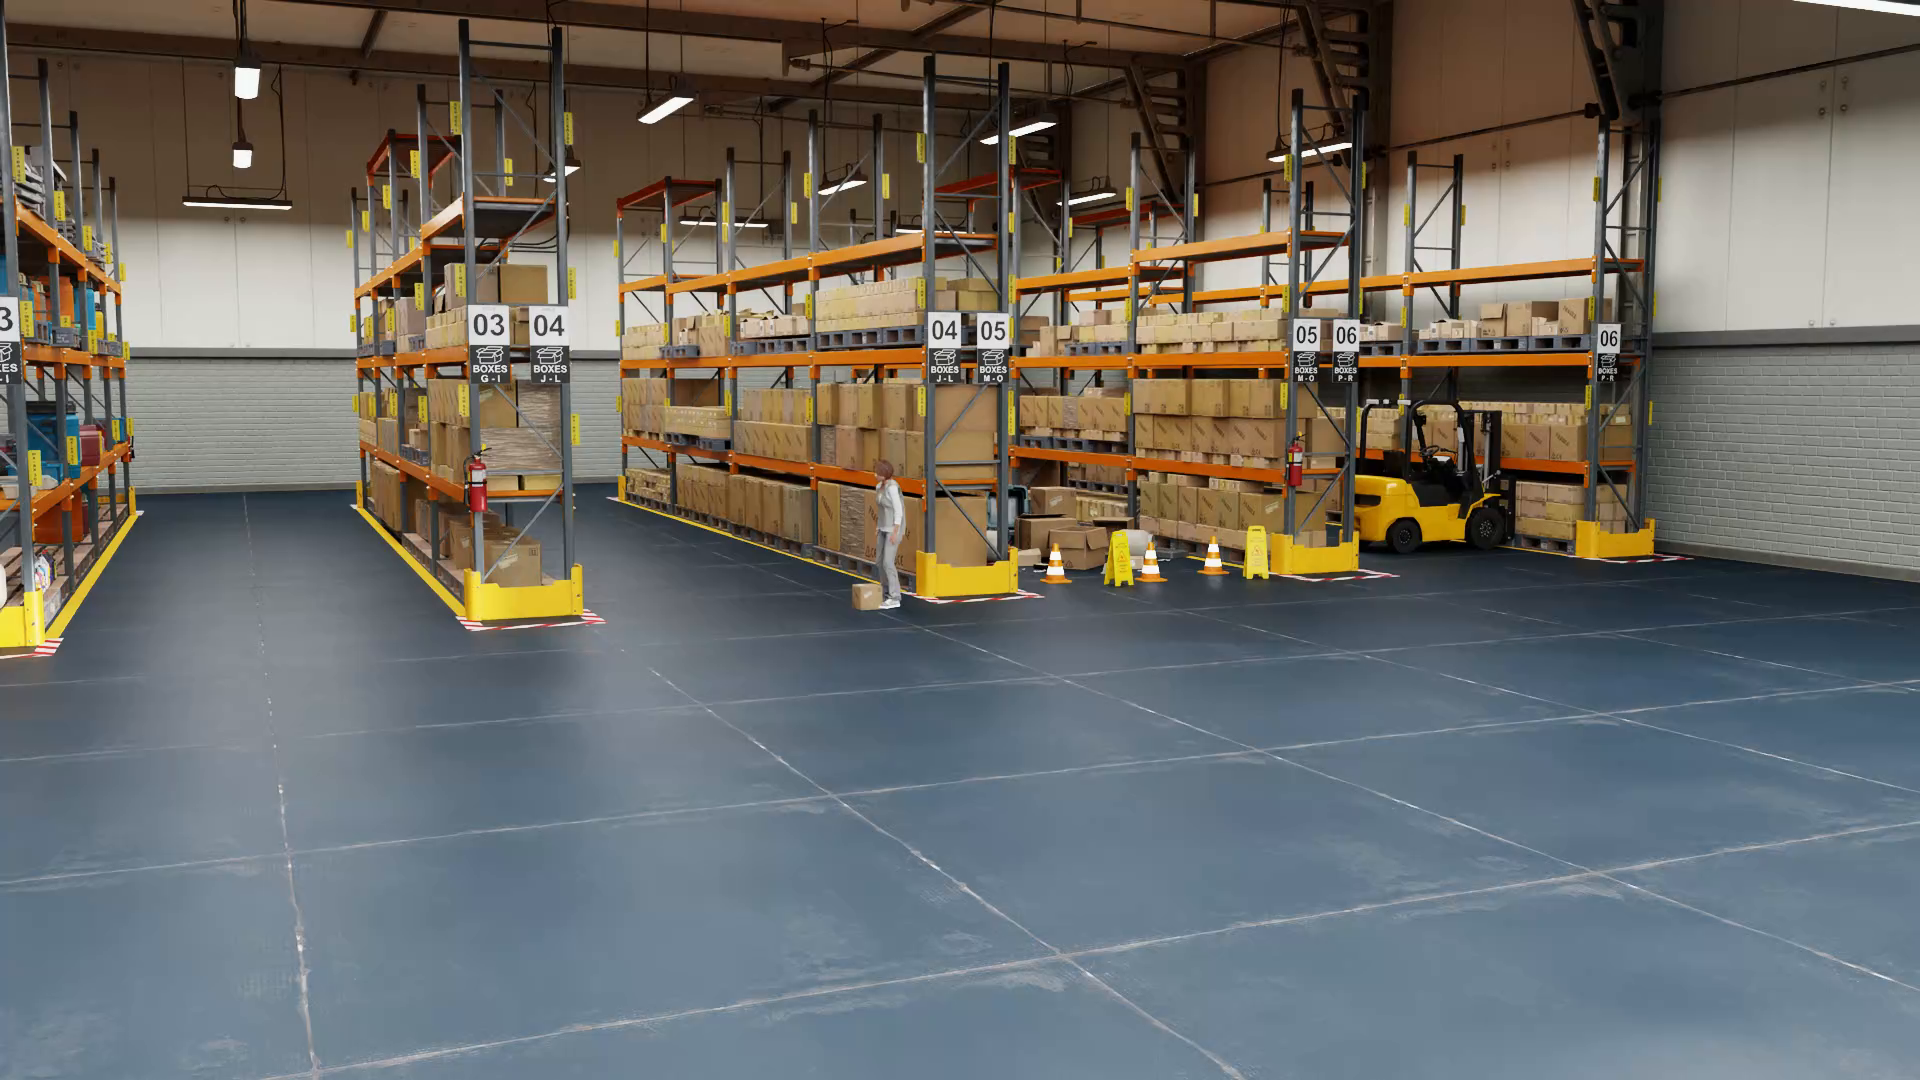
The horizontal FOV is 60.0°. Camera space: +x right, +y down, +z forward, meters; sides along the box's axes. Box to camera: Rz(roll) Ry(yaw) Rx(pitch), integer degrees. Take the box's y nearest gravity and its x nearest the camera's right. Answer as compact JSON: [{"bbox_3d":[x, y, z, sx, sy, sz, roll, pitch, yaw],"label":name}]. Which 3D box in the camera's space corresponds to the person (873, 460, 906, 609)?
[{"bbox_3d":[-0.776,-0.067,17.909,0.345,1.591,0.476,-3,6,-27],"label":"person"}]
